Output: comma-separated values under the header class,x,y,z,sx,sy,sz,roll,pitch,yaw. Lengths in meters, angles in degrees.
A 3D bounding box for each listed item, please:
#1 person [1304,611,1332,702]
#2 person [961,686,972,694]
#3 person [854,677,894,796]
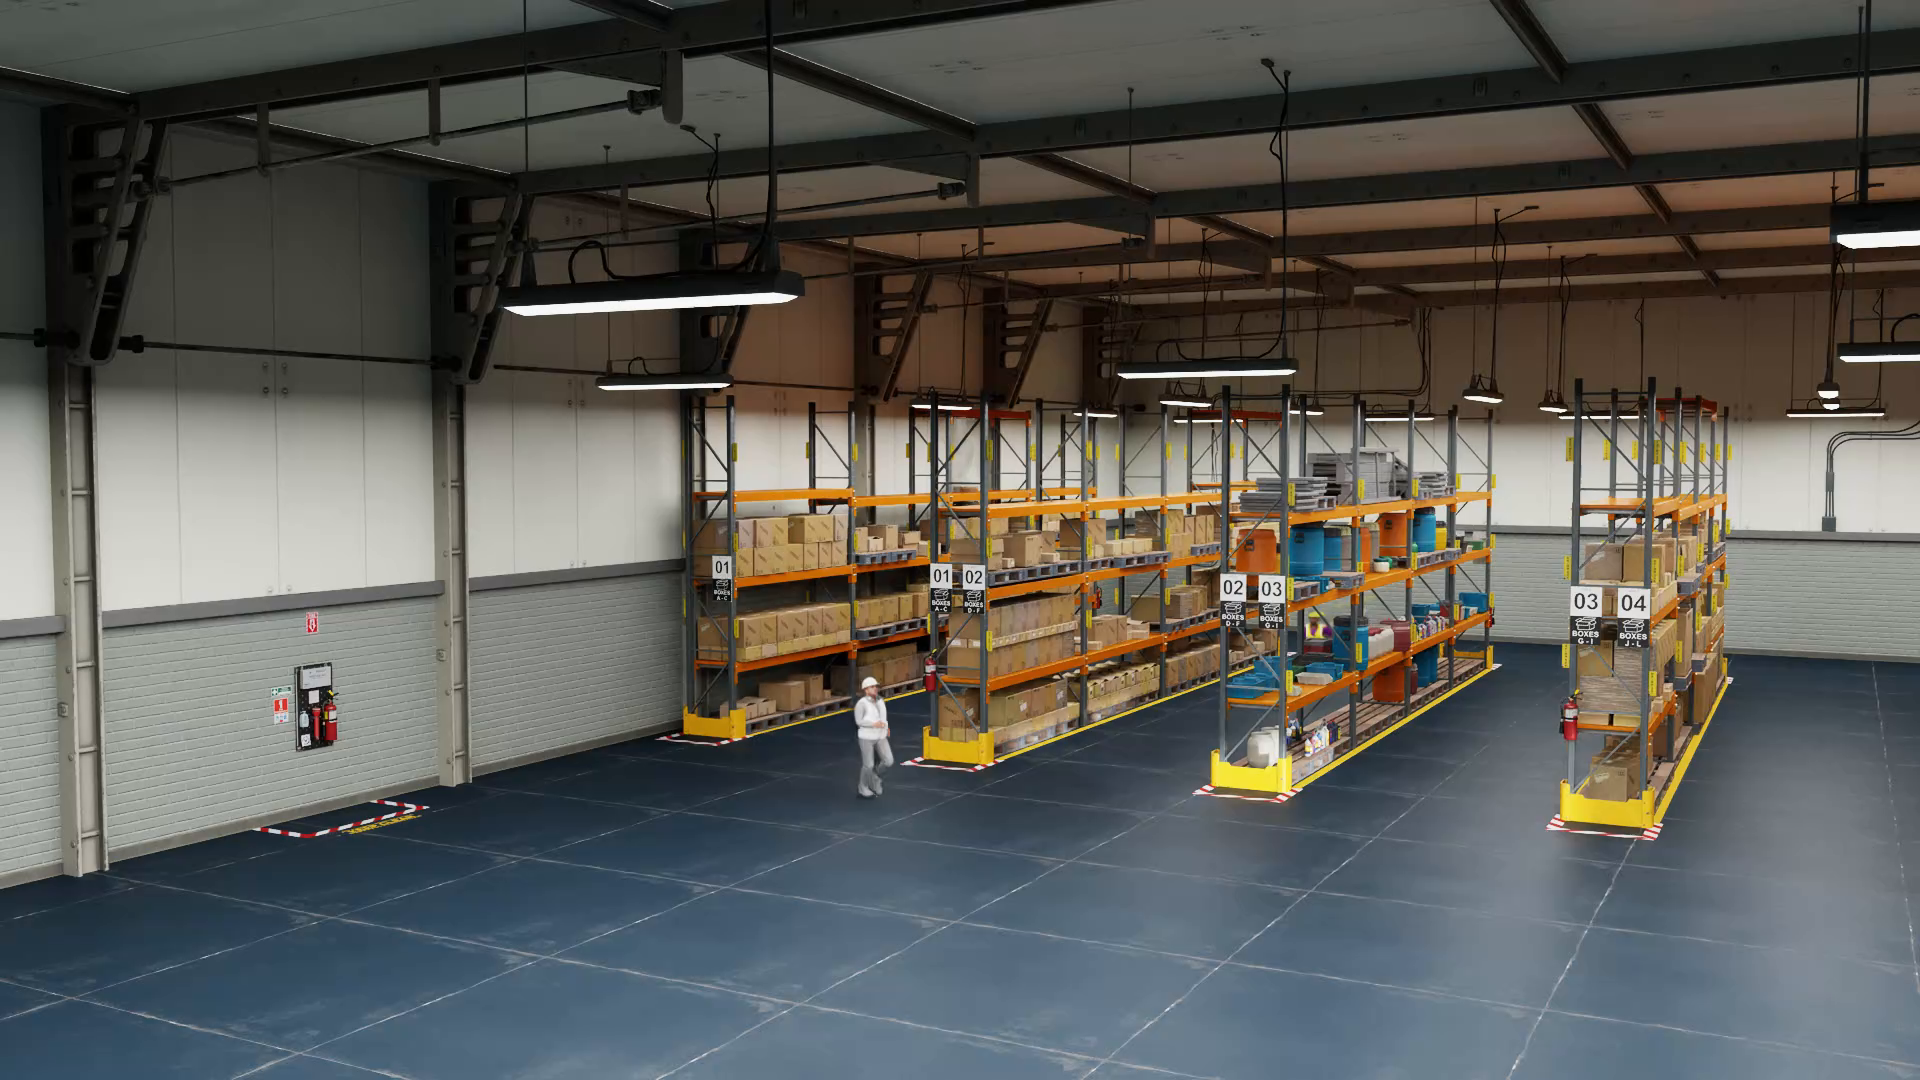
class,x,y,z,sx,sy,sz,roll,pitch,yaw
person,7.190,2.332,33.789,0.640,1.796,0.890,2,3,28
person,0.226,2.574,31.198,0.644,1.624,0.646,1,3,21
person,-1.229,2.850,24.036,0.635,1.735,0.650,-2,4,-38
